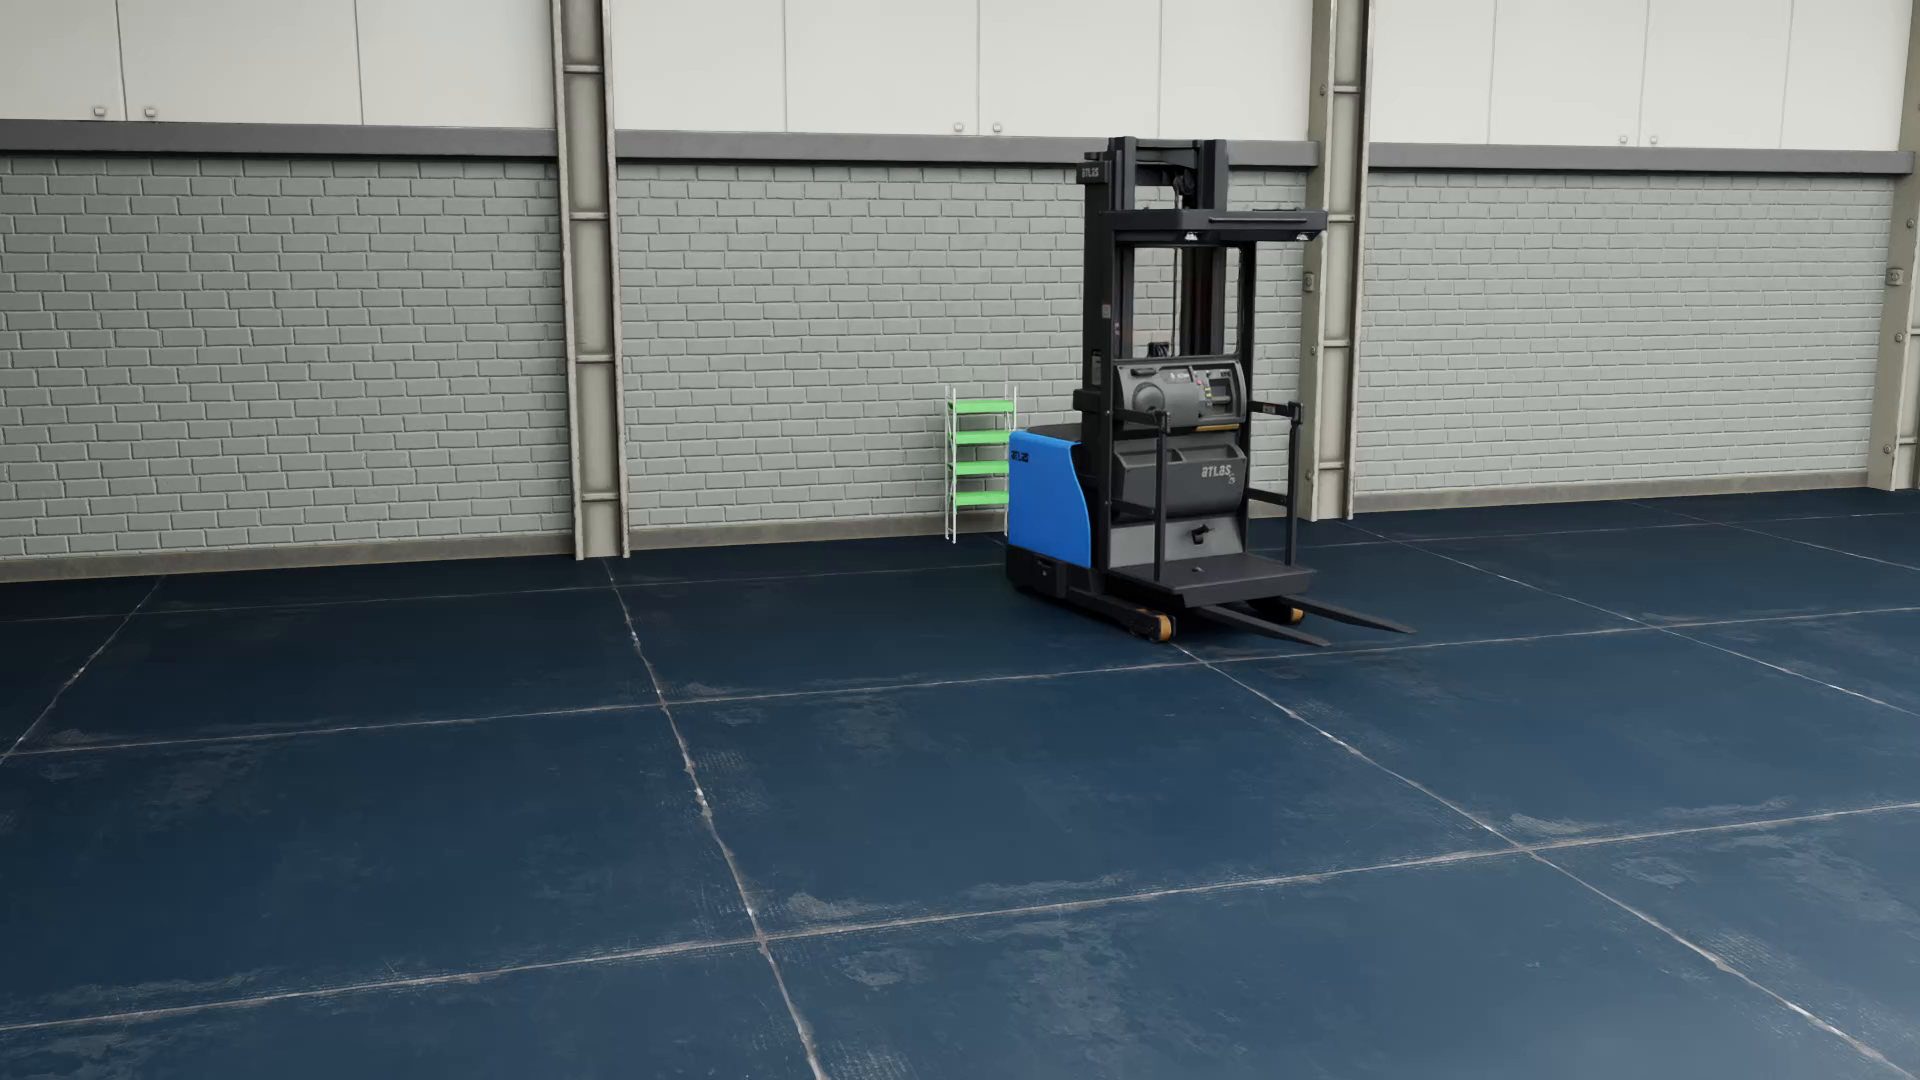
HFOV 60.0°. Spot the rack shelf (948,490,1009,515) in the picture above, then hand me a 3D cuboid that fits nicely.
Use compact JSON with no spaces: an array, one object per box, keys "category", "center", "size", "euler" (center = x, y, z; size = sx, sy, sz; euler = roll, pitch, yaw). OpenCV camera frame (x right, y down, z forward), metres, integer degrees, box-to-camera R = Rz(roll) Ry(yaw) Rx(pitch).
[{"category":"rack shelf","center":[0.159,-0.300,13.038],"size":[0.480,0.148,0.258],"euler":[-3,11,-16]}]

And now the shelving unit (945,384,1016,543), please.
[{"category":"shelving unit","center":[0.159,-0.598,12.983],"size":[0.503,1.200,0.258],"euler":[-3,11,-16]}]

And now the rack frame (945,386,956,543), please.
[{"category":"rack frame","center":[-0.075,-0.586,12.916],"size":[0.015,1.200,0.240],"euler":[-3,11,-16]}]

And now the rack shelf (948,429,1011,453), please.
[{"category":"rack shelf","center":[0.159,-0.772,12.952],"size":[0.480,0.148,0.258],"euler":[-3,11,-16]}]

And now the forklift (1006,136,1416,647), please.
[{"category":"forklift","center":[1.469,-0.932,10.016],"size":[1.130,2.935,3.031],"euler":[-6,12,-29]}]

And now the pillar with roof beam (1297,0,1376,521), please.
[{"category":"pillar with roof beam","center":[4.282,-3.869,9.210],"size":[0.400,9.000,9.100],"euler":[-3,11,-16]}]

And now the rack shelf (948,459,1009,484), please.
[{"category":"rack shelf","center":[0.159,-0.536,12.995],"size":[0.480,0.148,0.258],"euler":[-3,11,-16]}]

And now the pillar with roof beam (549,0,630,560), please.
[{"category":"pillar with roof beam","center":[-1.479,-3.566,7.561],"size":[0.400,9.000,9.100],"euler":[-3,11,-16]}]

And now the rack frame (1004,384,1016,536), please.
[{"category":"rack frame","center":[0.393,-0.611,13.050],"size":[0.015,1.200,0.240],"euler":[-3,11,-16]}]

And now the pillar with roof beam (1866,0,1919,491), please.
[{"category":"pillar with roof beam","center":[10.043,-4.173,10.860],"size":[0.400,9.000,9.100],"euler":[-3,11,-16]}]

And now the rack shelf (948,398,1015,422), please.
[{"category":"rack shelf","center":[0.159,-1.008,12.908],"size":[0.480,0.148,0.258],"euler":[-3,11,-16]}]
